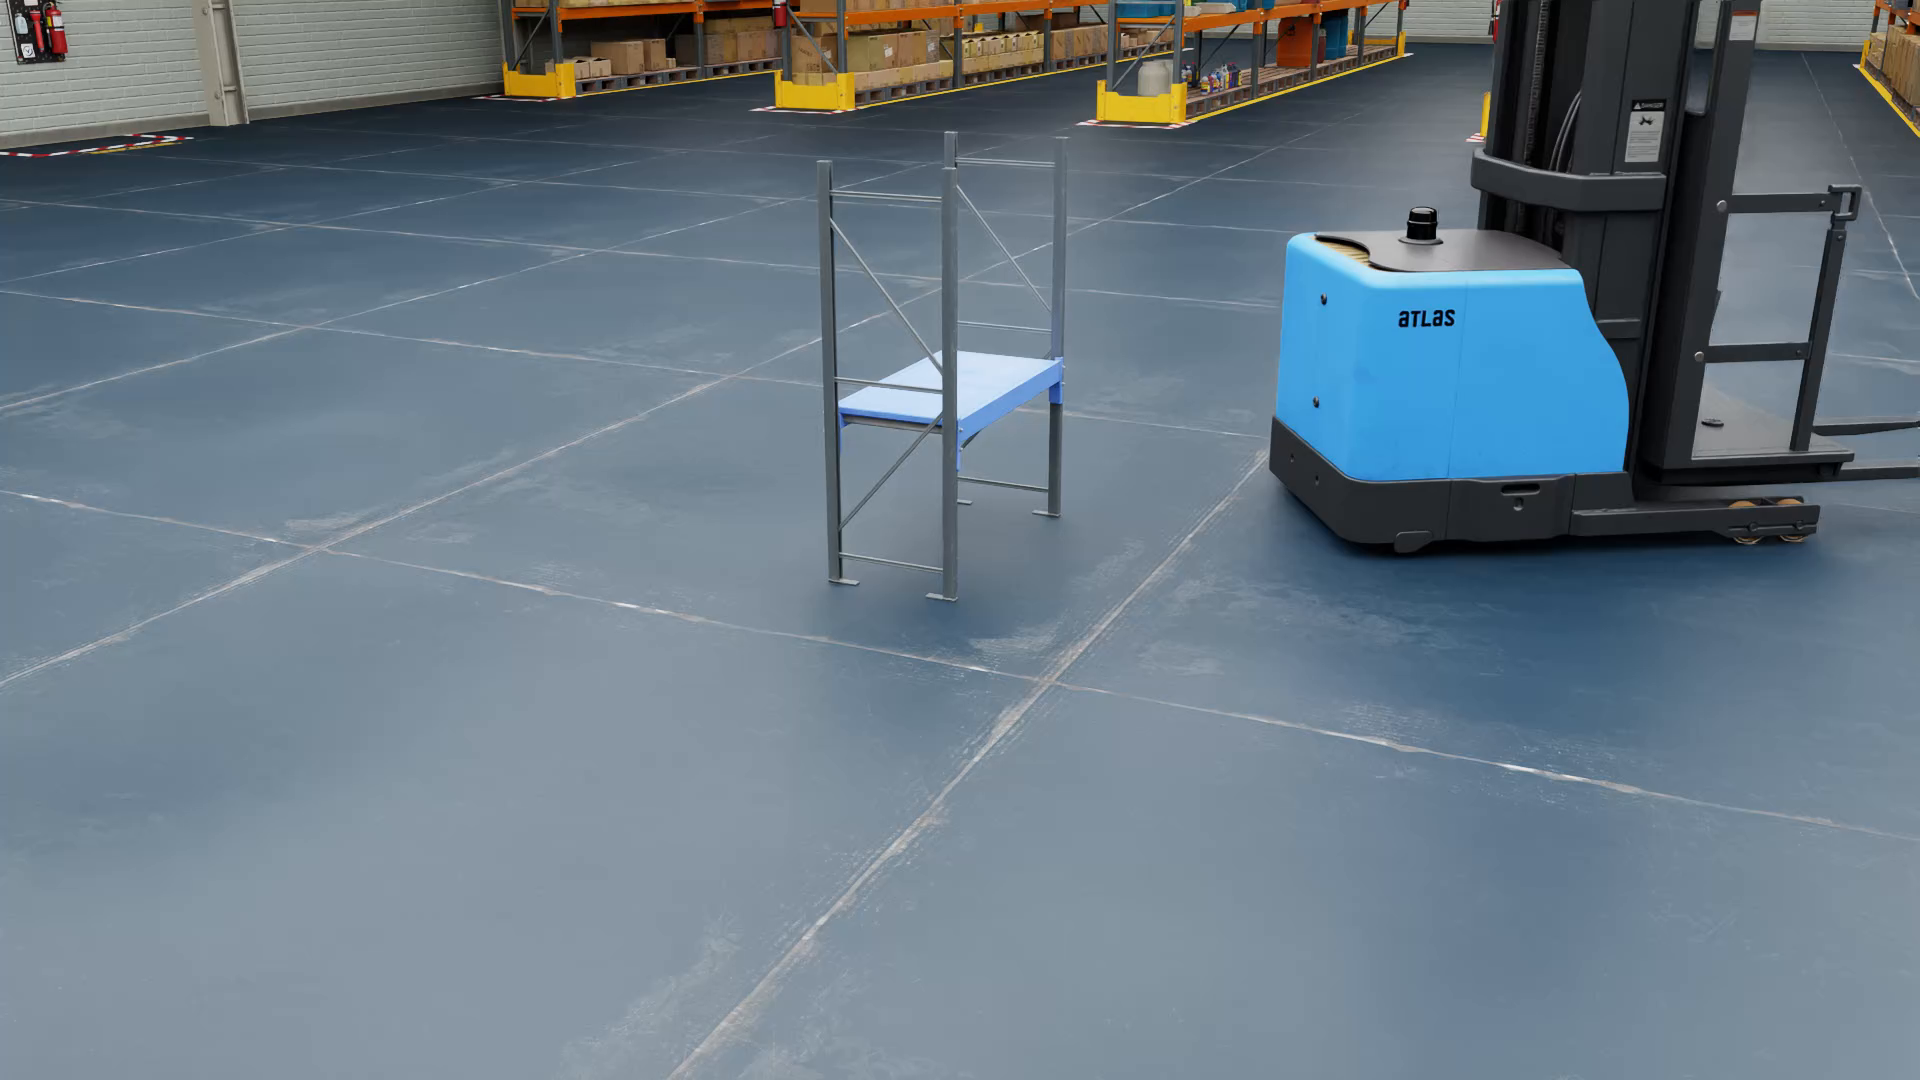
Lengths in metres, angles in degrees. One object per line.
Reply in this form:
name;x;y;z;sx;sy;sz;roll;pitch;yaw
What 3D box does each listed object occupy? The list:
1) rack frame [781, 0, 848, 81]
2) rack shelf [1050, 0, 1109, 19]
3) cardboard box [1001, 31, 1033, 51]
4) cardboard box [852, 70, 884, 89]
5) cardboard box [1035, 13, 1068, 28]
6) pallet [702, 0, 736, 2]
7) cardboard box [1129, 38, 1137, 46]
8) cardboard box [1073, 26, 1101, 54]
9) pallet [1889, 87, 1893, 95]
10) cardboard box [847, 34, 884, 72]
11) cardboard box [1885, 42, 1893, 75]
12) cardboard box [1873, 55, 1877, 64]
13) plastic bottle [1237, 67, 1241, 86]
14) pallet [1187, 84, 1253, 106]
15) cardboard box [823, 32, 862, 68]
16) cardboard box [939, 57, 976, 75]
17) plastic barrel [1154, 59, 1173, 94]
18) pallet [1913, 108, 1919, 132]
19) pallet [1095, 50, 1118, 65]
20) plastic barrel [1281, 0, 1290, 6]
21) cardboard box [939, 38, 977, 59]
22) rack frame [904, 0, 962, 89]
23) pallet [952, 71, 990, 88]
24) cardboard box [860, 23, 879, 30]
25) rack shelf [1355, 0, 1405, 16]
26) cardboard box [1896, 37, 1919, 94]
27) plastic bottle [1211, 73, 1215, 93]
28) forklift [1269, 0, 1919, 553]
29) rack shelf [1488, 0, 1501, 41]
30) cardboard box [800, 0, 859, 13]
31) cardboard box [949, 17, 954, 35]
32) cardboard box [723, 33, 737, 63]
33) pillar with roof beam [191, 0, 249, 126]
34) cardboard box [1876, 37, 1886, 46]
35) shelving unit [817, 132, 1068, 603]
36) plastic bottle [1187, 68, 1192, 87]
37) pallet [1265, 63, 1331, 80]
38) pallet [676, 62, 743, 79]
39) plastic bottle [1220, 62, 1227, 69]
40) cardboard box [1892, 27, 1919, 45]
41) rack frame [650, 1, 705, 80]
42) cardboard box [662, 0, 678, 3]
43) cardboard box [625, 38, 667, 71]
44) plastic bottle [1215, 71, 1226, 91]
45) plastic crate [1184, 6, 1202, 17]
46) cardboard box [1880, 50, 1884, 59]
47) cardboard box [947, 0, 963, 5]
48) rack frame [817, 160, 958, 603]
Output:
rack frame;-2.088;-7.679;23.586;1.000;3.000;0.127;9;21;23
rack shelf;2.007;-10.397;32.302;1.077;0.370;4.000;9;21;23
cardboard box;0.992;-8.938;29.764;0.500;0.311;0.500;8;21;22
cardboard box;-1.464;-6.869;24.782;0.500;0.250;0.500;9;21;23
cardboard box;1.791;-10.157;32.507;0.500;0.250;0.500;8;21;22
pallet;-4.525;-9.704;29.565;1.003;0.211;1.213;9;21;23
cardboard box;3.541;-10.585;35.326;0.380;0.166;0.250;9;21;23
cardboard box;2.470;-9.884;32.858;0.500;0.500;0.500;9;21;23
pallet;15.029;-6.978;25.775;1.003;0.211;1.213;9;21;23
cardboard box;-1.462;-7.222;24.656;0.500;0.500;0.500;9;21;23
cardboard box;15.091;-8.076;26.390;0.537;1.449;2.626;10;22;25
cardboard box;4.914;-9.607;27.483;20.219;3.600;13.241;9;21;23
plastic bottle;4.172;-6.956;24.950;0.061;0.283;0.133;10;22;25
pallet;3.755;-6.708;25.016;1.003;0.211;1.213;9;21;23
cardboard box;-1.743;-7.448;25.291;0.500;0.500;0.500;9;21;23
cardboard box;-0.059;-7.894;27.665;0.500;0.250;0.500;8;21;21
plastic barrel;2.835;-6.389;23.044;0.421;0.512;0.421;0;20;0
pallet;12.687;-5.295;21.042;1.003;0.211;1.213;9;21;23
pallet;2.528;-9.780;33.654;1.003;0.211;1.213;9;21;23
plastic barrel;5.137;-8.904;26.827;0.433;0.535;0.433;0;20;0
cardboard box;-0.053;-8.161;27.579;0.500;0.311;0.500;9;21;23
rack frame;-0.450;-8.902;27.024;1.000;3.000;0.127;9;21;23
pallet;-0.184;-7.819;28.140;1.003;0.211;1.213;9;21;23
cardboard box;-2.203;-10.723;34.724;0.750;0.750;0.750;9;22;24
rack shelf;8.163;-10.939;33.826;1.077;0.370;4.000;9;21;23
cardboard box;14.022;-6.749;23.702;1.050;0.750;0.750;9;21;24
plastic bottle;3.597;-6.537;23.788;0.097;0.271;0.097;0;20;0
forklift;2.877;-1.536;6.413;3.031;2.935;1.130;-3;20;-7
rack shelf;14.615;-9.097;24.252;10.978;2.975;16.110;9;21;23
cardboard box;-1.885;-7.867;23.965;0.700;0.500;0.500;9;21;23
cardboard box;11.020;-9.085;28.793;30.006;1.739;9.292;9;21;23
cardboard box;-4.519;-9.002;30.380;0.700;0.500;0.500;8;21;22
pillar with roof beam;-5.641;-9.092;18.606;9.100;9.000;0.400;9;21;23
cardboard box;16.721;-8.964;29.938;0.380;0.149;0.250;8;21;21
shelving unit;-0.035;-0.681;6.144;0.538;1.500;1.048;9;21;23
plastic bottle;3.409;-6.892;24.788;0.097;0.271;0.097;0;20;0
pallet;5.991;-8.377;29.709;1.003;0.211;1.213;9;21;23
pallet;-4.653;-8.505;30.069;1.003;0.211;1.213;9;21;23
plastic bottle;3.935;-6.964;24.871;0.144;0.351;0.185;9;21;23
cardboard box;15.374;-8.141;26.869;0.500;0.250;0.500;9;22;25
rack frame;-4.971;-9.581;28.932;1.000;3.000;0.127;9;21;23
cardboard box;-5.100;-9.182;28.005;0.500;0.250;0.500;9;21;23
cardboard box;-5.359;-8.288;28.370;0.500;0.500;0.500;7;21;19
plastic bottle;3.786;-6.702;24.247;0.152;0.276;0.135;9;21;24
plastic crate;3.090;-7.104;22.361;0.298;0.136;0.250;9;21;23
cardboard box;16.185;-8.411;28.826;0.380;0.149;0.250;9;21;24
cardboard box;0.175;-9.431;28.643;0.834;0.311;3.117;10;22;26
rack frame;-0.243;-0.525;5.707;0.500;1.500;0.032;9;21;23
